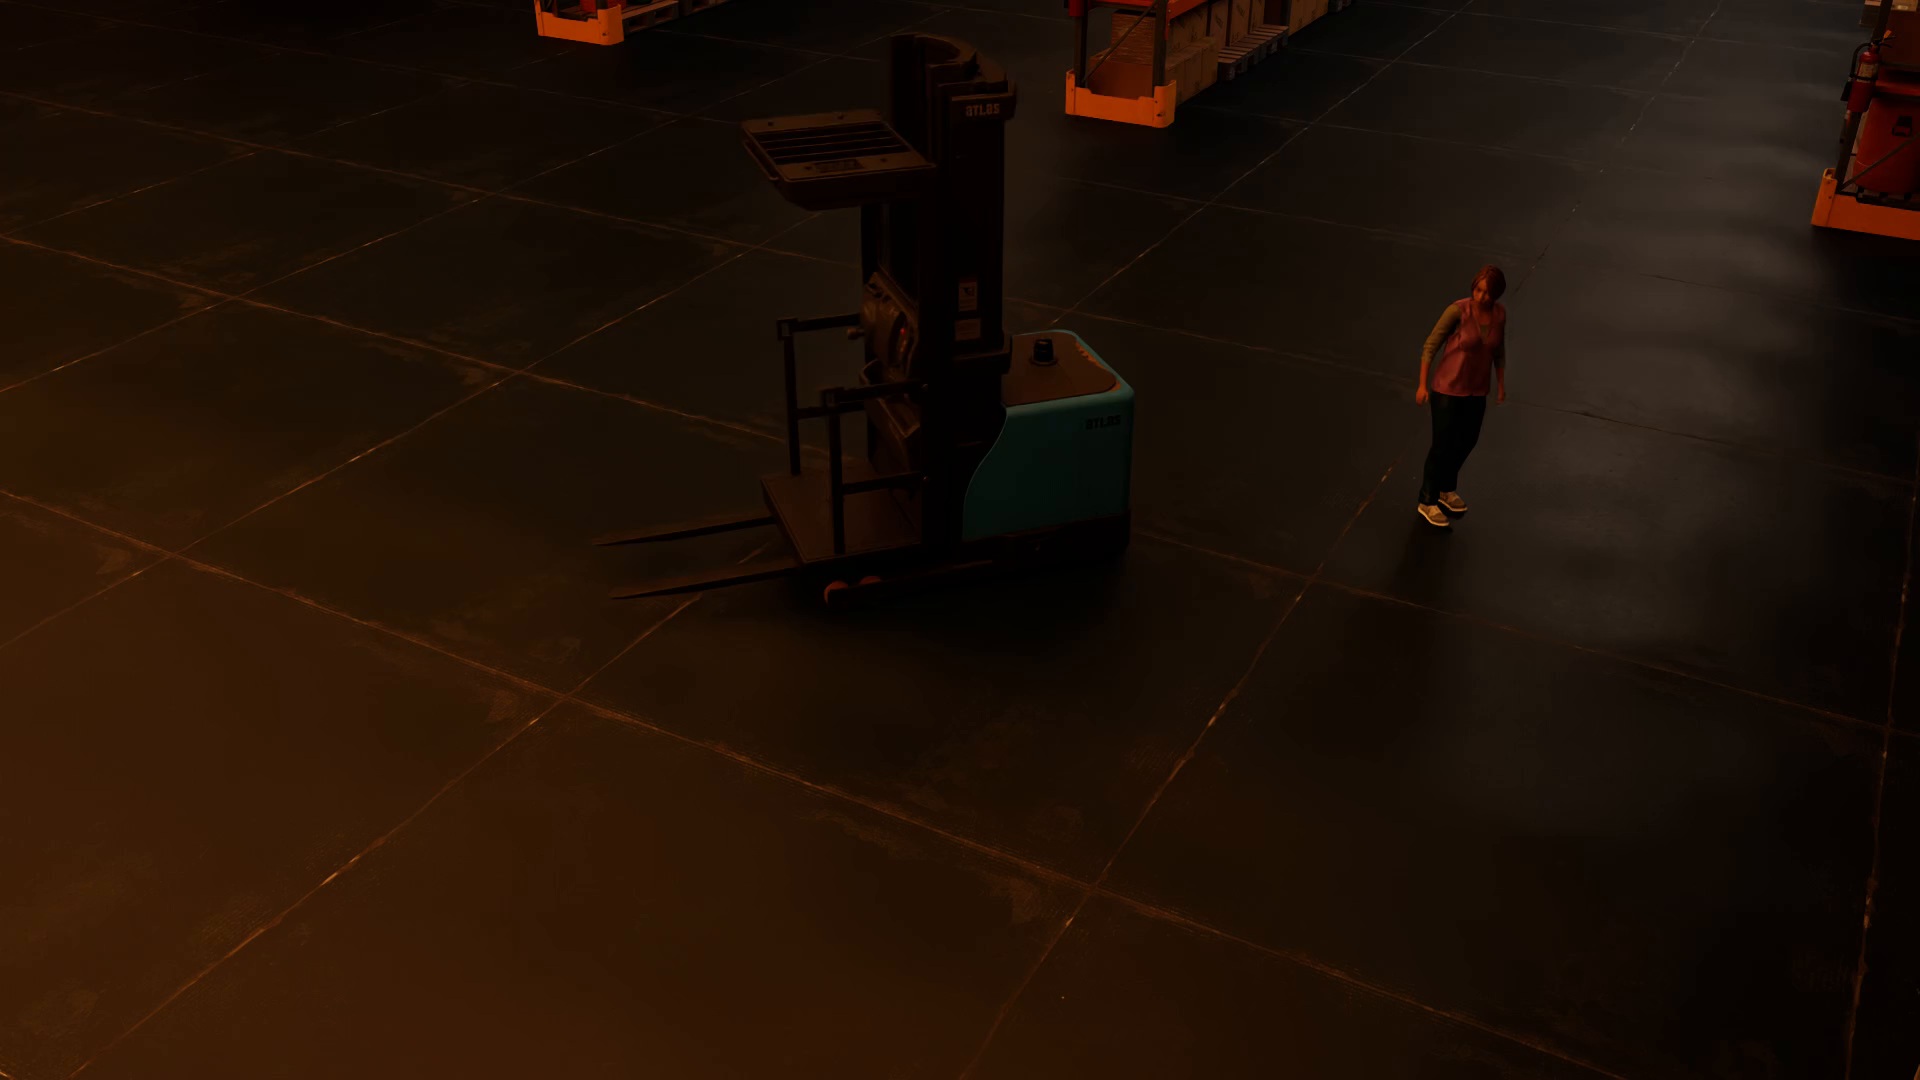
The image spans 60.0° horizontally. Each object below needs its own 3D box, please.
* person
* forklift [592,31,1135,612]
[{"bbox_3d":[3.006,-0.870,9.921,0.579,1.592,0.417,-9,31,-15],"label":"person"},{"bbox_3d":[-0.576,-1.167,9.092,3.031,2.935,1.130,-10,31,-16],"label":"forklift"}]
